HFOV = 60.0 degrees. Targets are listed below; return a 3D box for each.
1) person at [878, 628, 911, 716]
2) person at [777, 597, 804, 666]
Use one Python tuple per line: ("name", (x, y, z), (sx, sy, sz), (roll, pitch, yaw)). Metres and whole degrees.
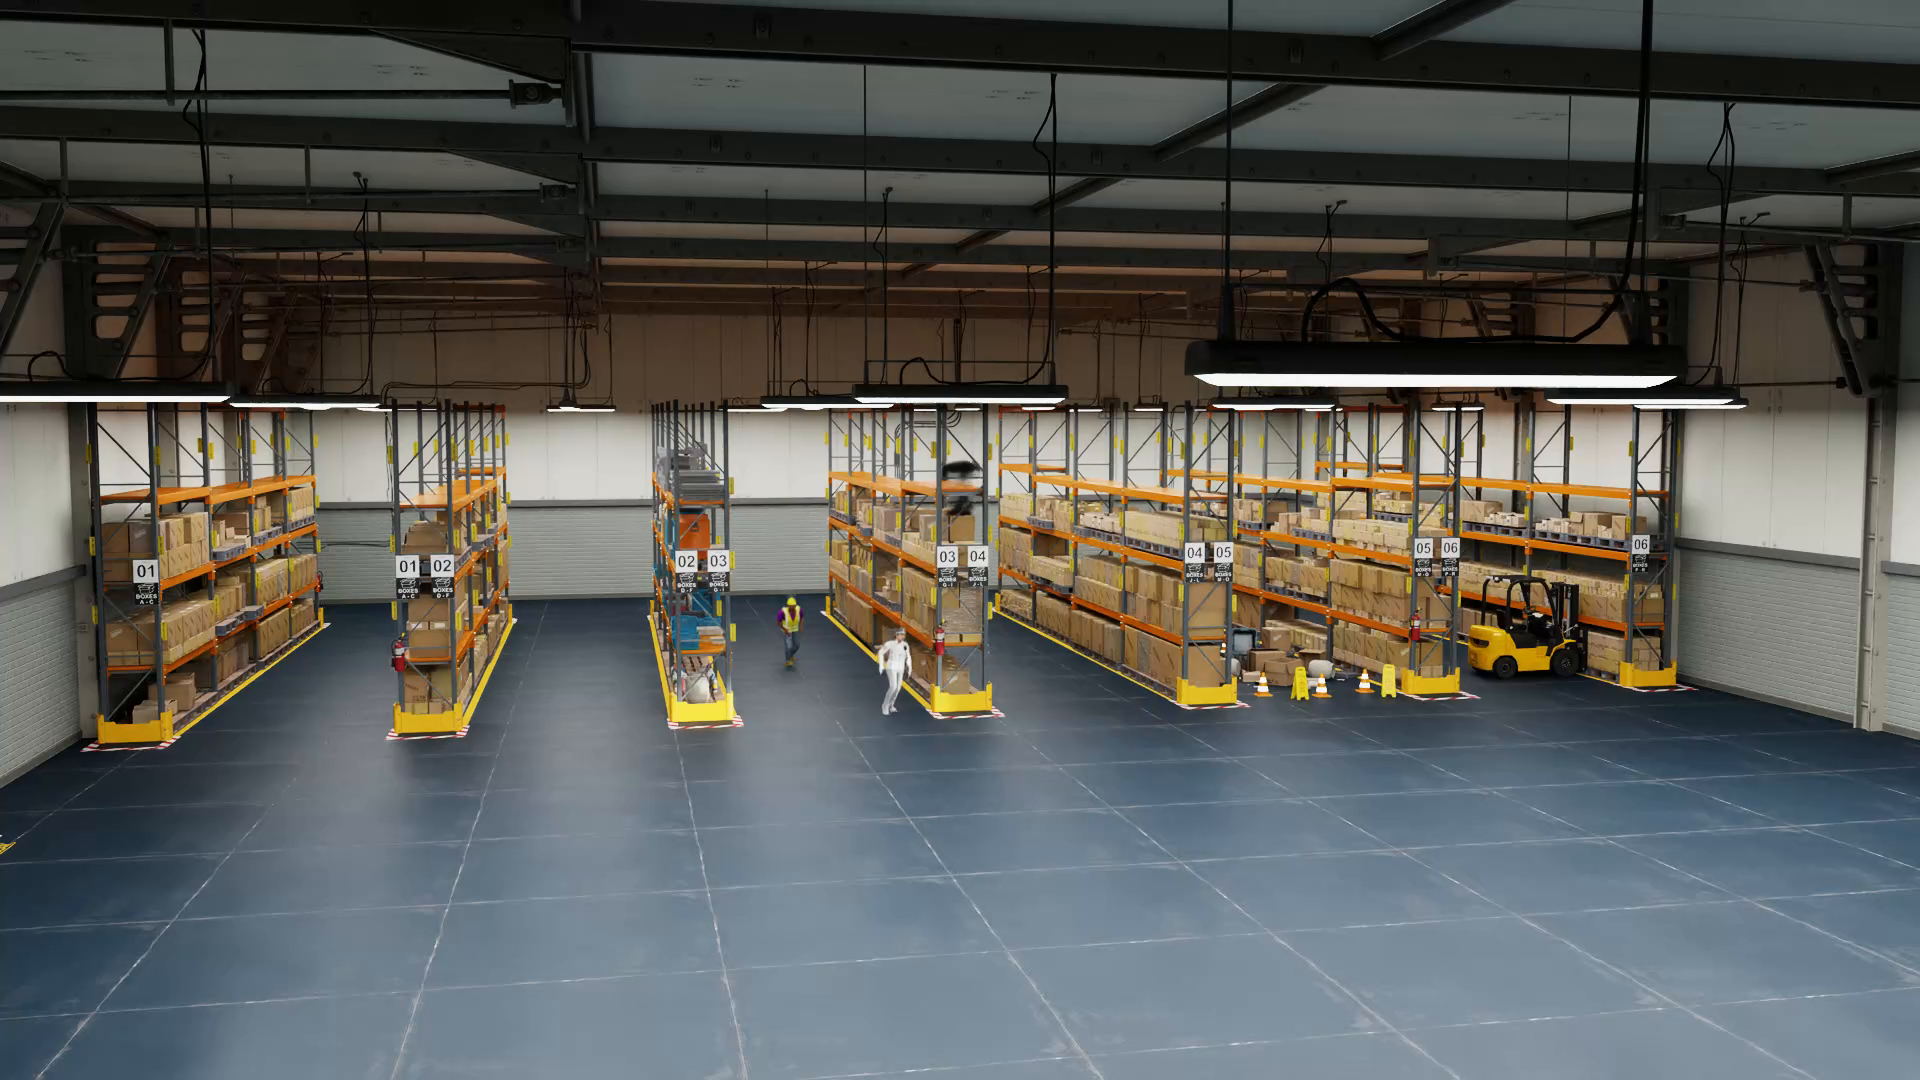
("person", (-1.216, 2.518, 31.772), (0.612, 1.711, 0.707), (-3, 5, -31))
("person", (-3.874, 2.072, 37.817), (0.673, 1.600, 0.939), (-2, 5, -30))
